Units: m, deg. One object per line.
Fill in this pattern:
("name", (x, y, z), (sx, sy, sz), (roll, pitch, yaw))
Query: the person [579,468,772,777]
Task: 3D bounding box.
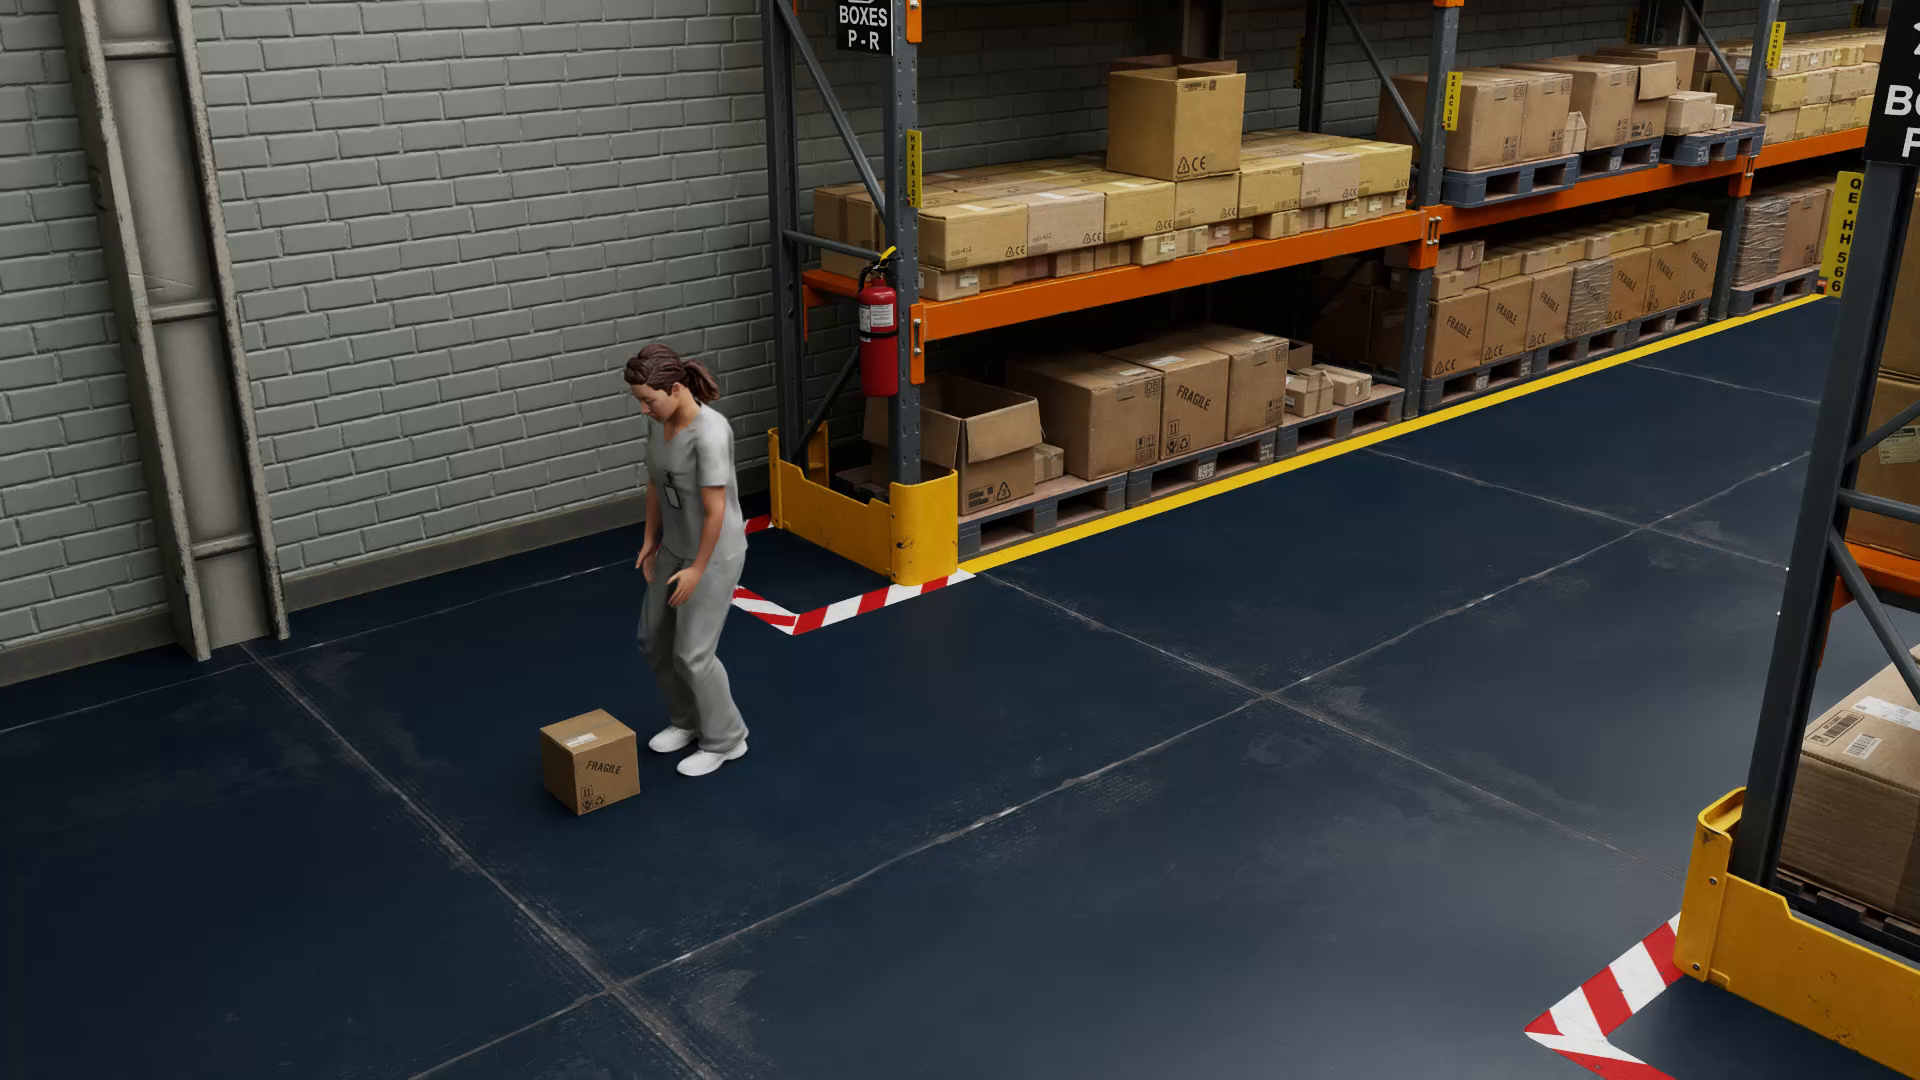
("person", (-1.014, 0.291, 6.053), (0.721, 1.159, 0.494), (-17, 27, -37))
